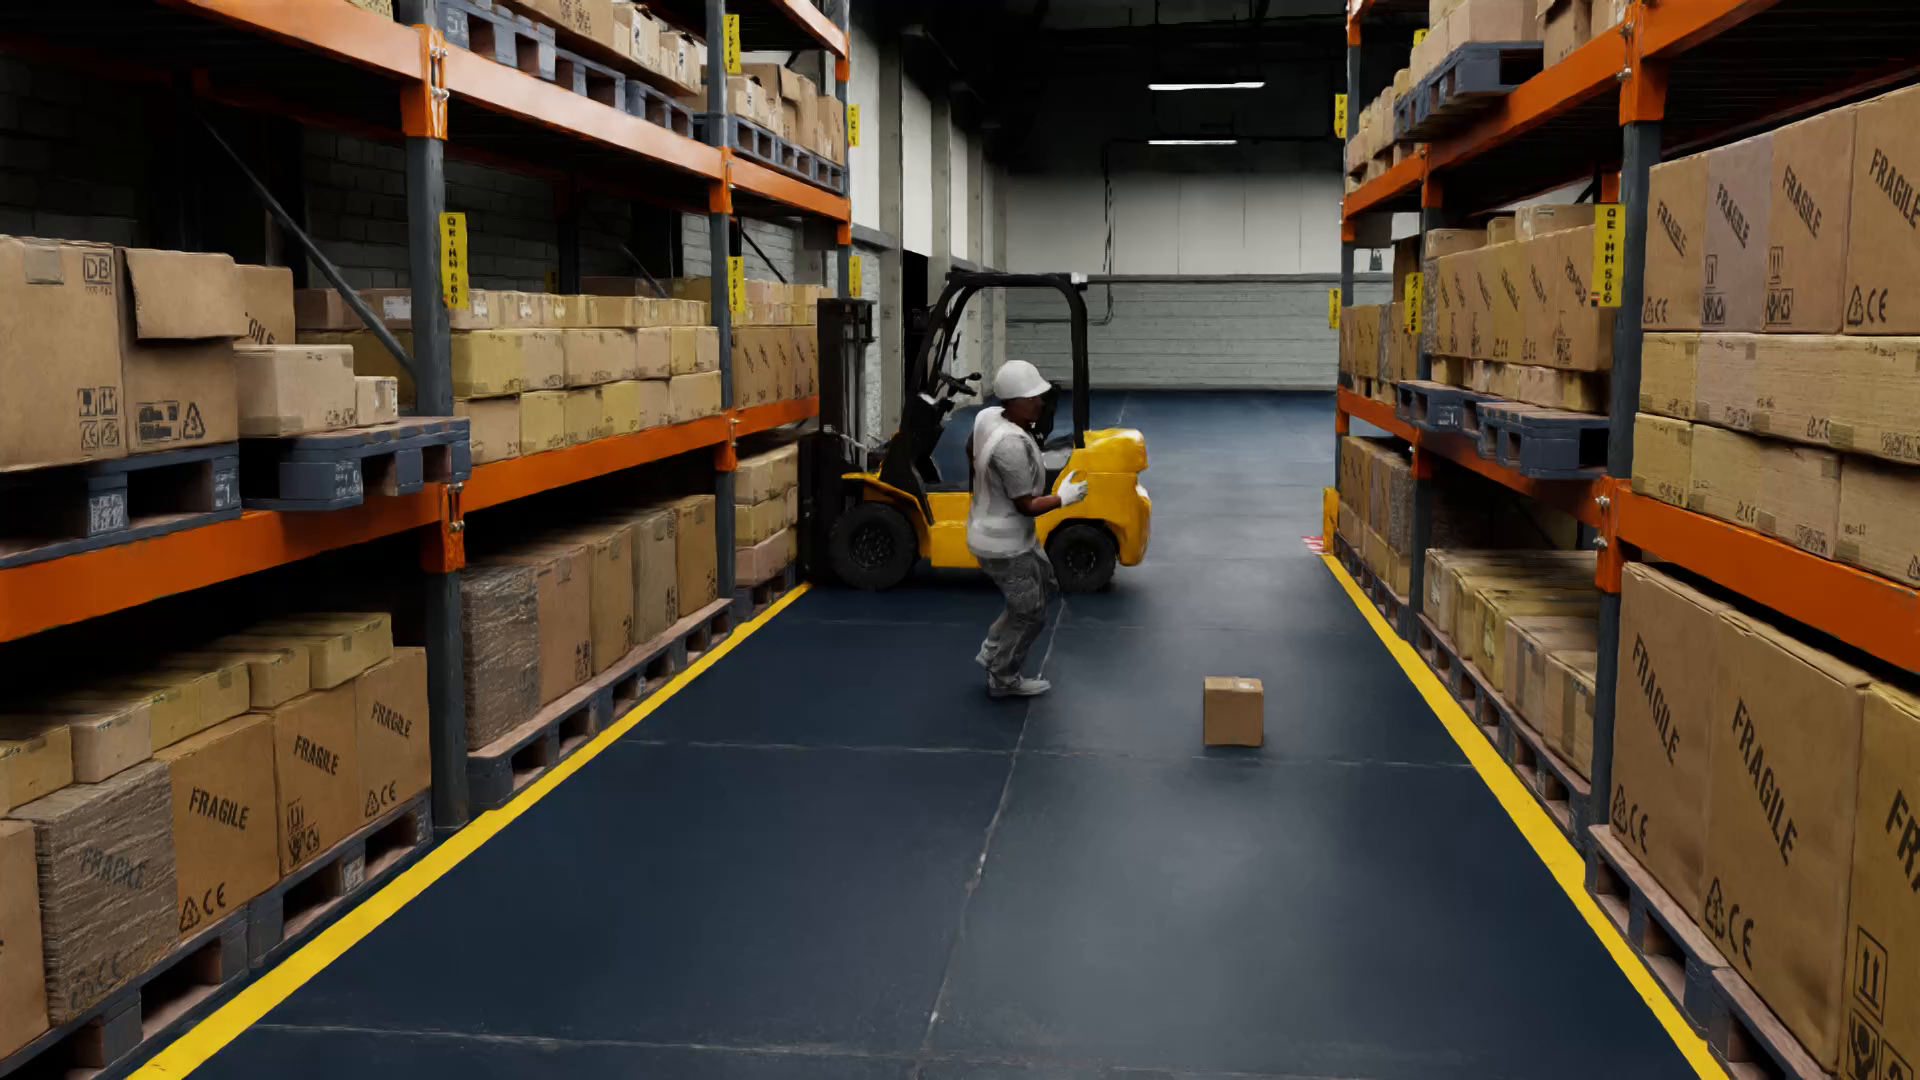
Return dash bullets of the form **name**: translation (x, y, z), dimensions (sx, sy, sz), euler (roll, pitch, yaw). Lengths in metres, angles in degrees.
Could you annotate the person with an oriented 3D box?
- **person**: translation (0.311, -0.029, 7.906), dimensions (0.573, 1.661, 0.941), euler (-1, 8, -4)
